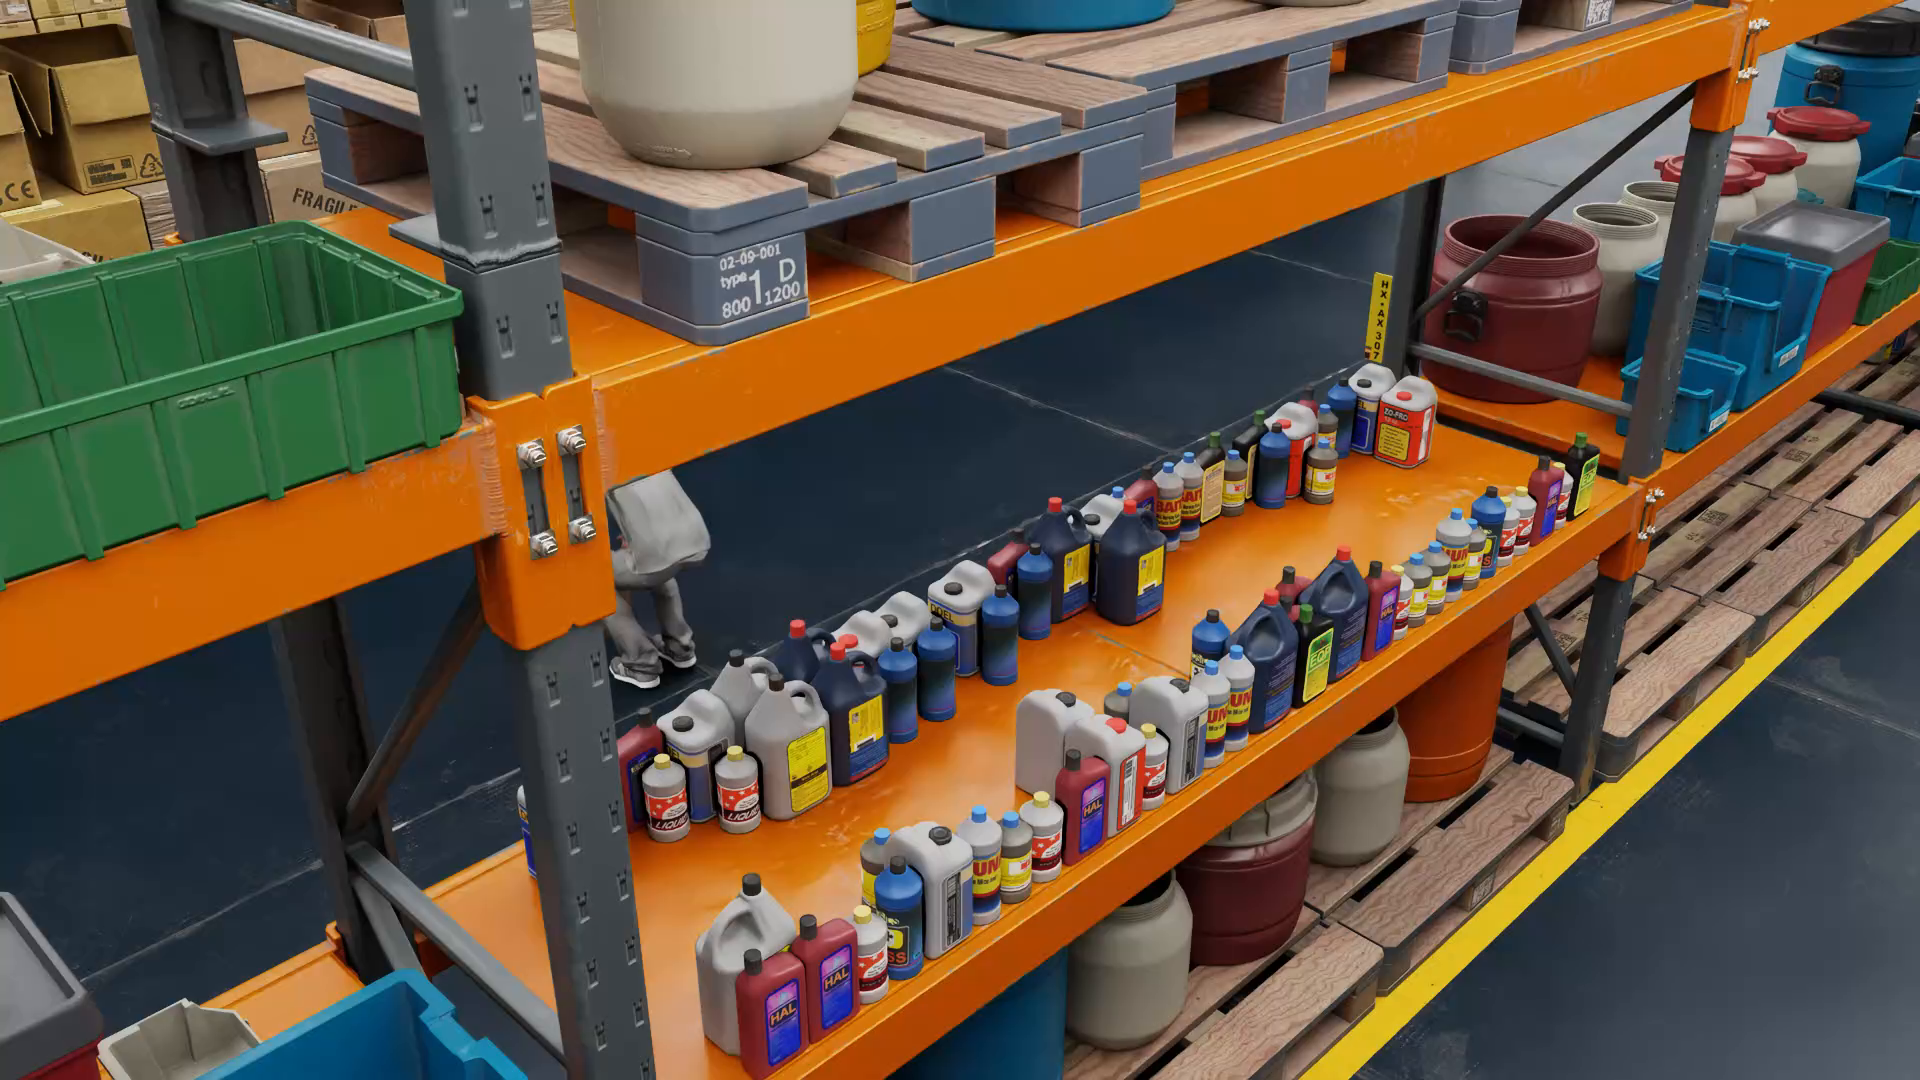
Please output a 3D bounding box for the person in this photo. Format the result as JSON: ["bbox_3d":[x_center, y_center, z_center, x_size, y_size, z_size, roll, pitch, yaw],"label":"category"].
[{"bbox_3d":[-1.311,0.015,6.574,0.725,1.158,0.461,25,37,38],"label":"person"}]
